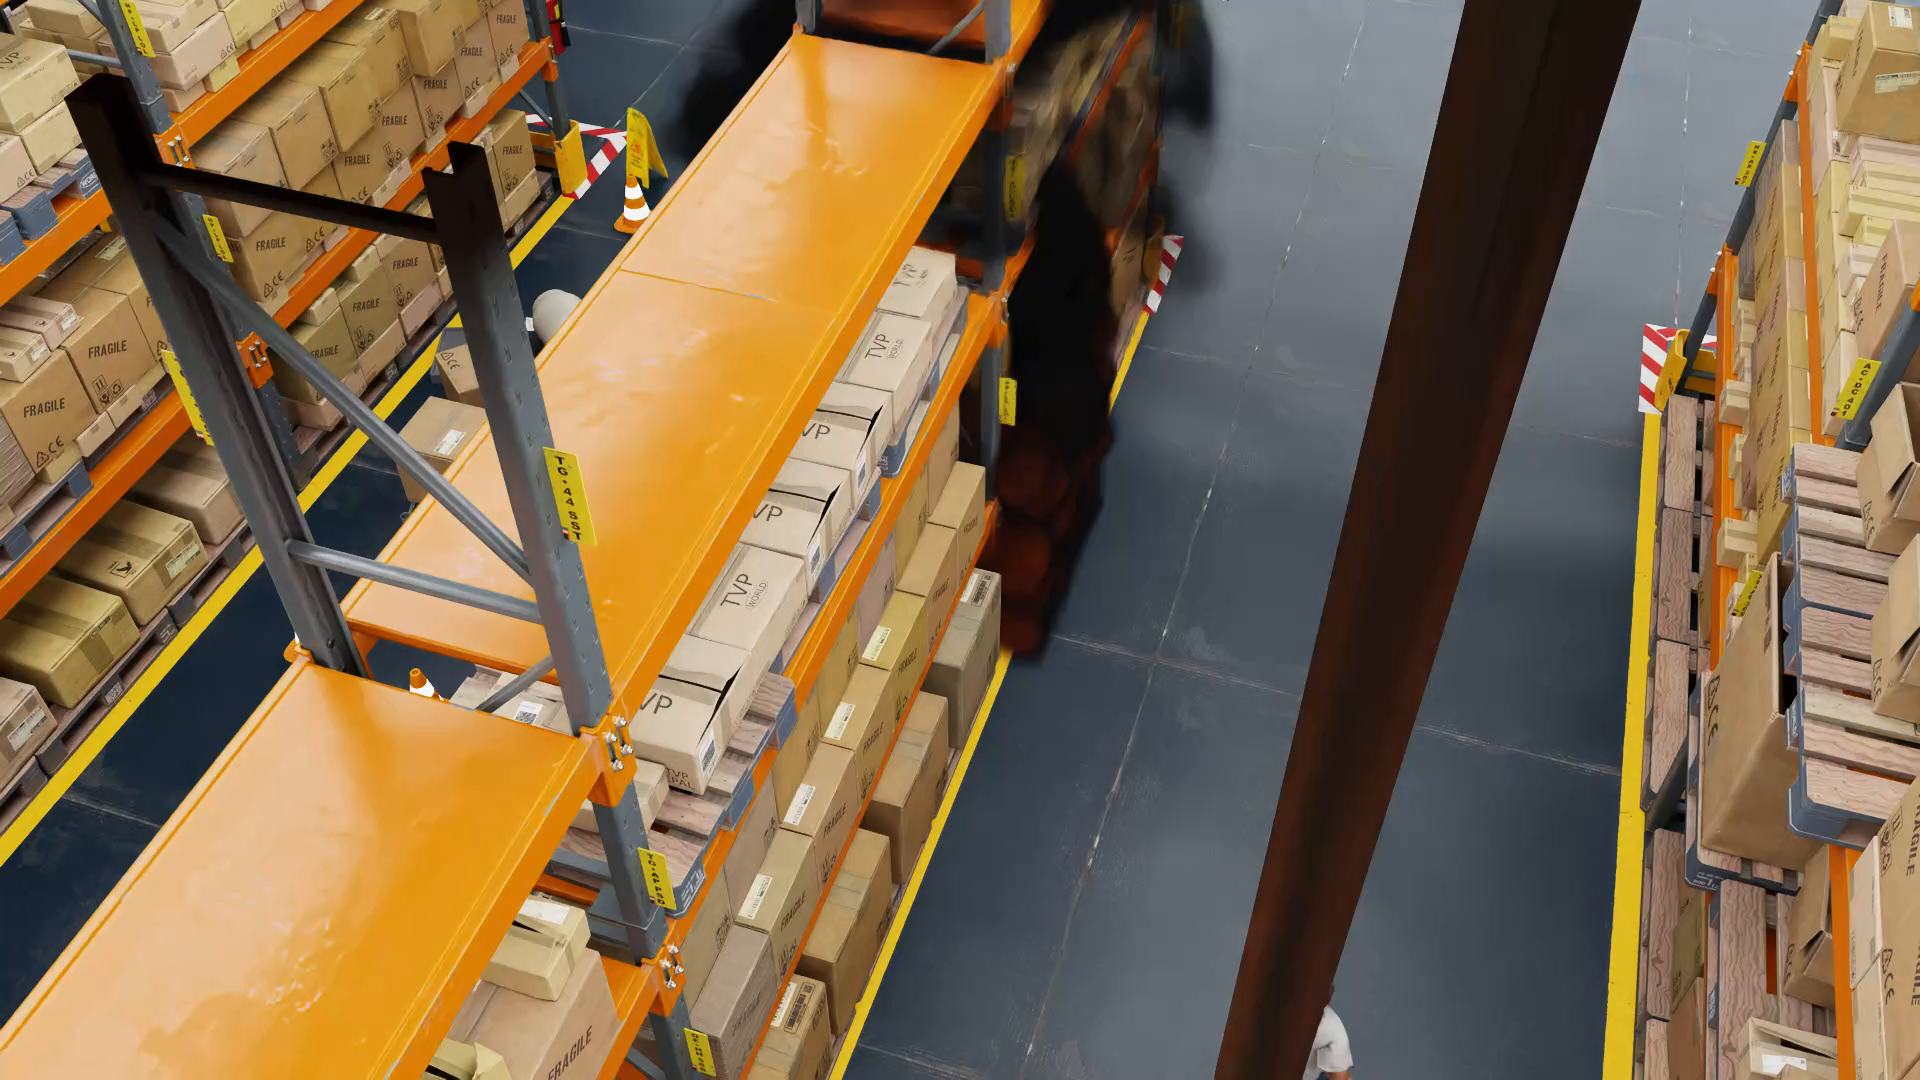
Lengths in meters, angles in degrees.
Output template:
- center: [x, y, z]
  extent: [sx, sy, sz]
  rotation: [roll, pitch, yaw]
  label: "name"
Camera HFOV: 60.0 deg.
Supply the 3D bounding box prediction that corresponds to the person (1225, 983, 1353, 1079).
- center: [1.437, 2.384, 7.462]
  extent: [0.563, 1.618, 0.842]
  rotation: [12, 47, 11]
  label: "person"
